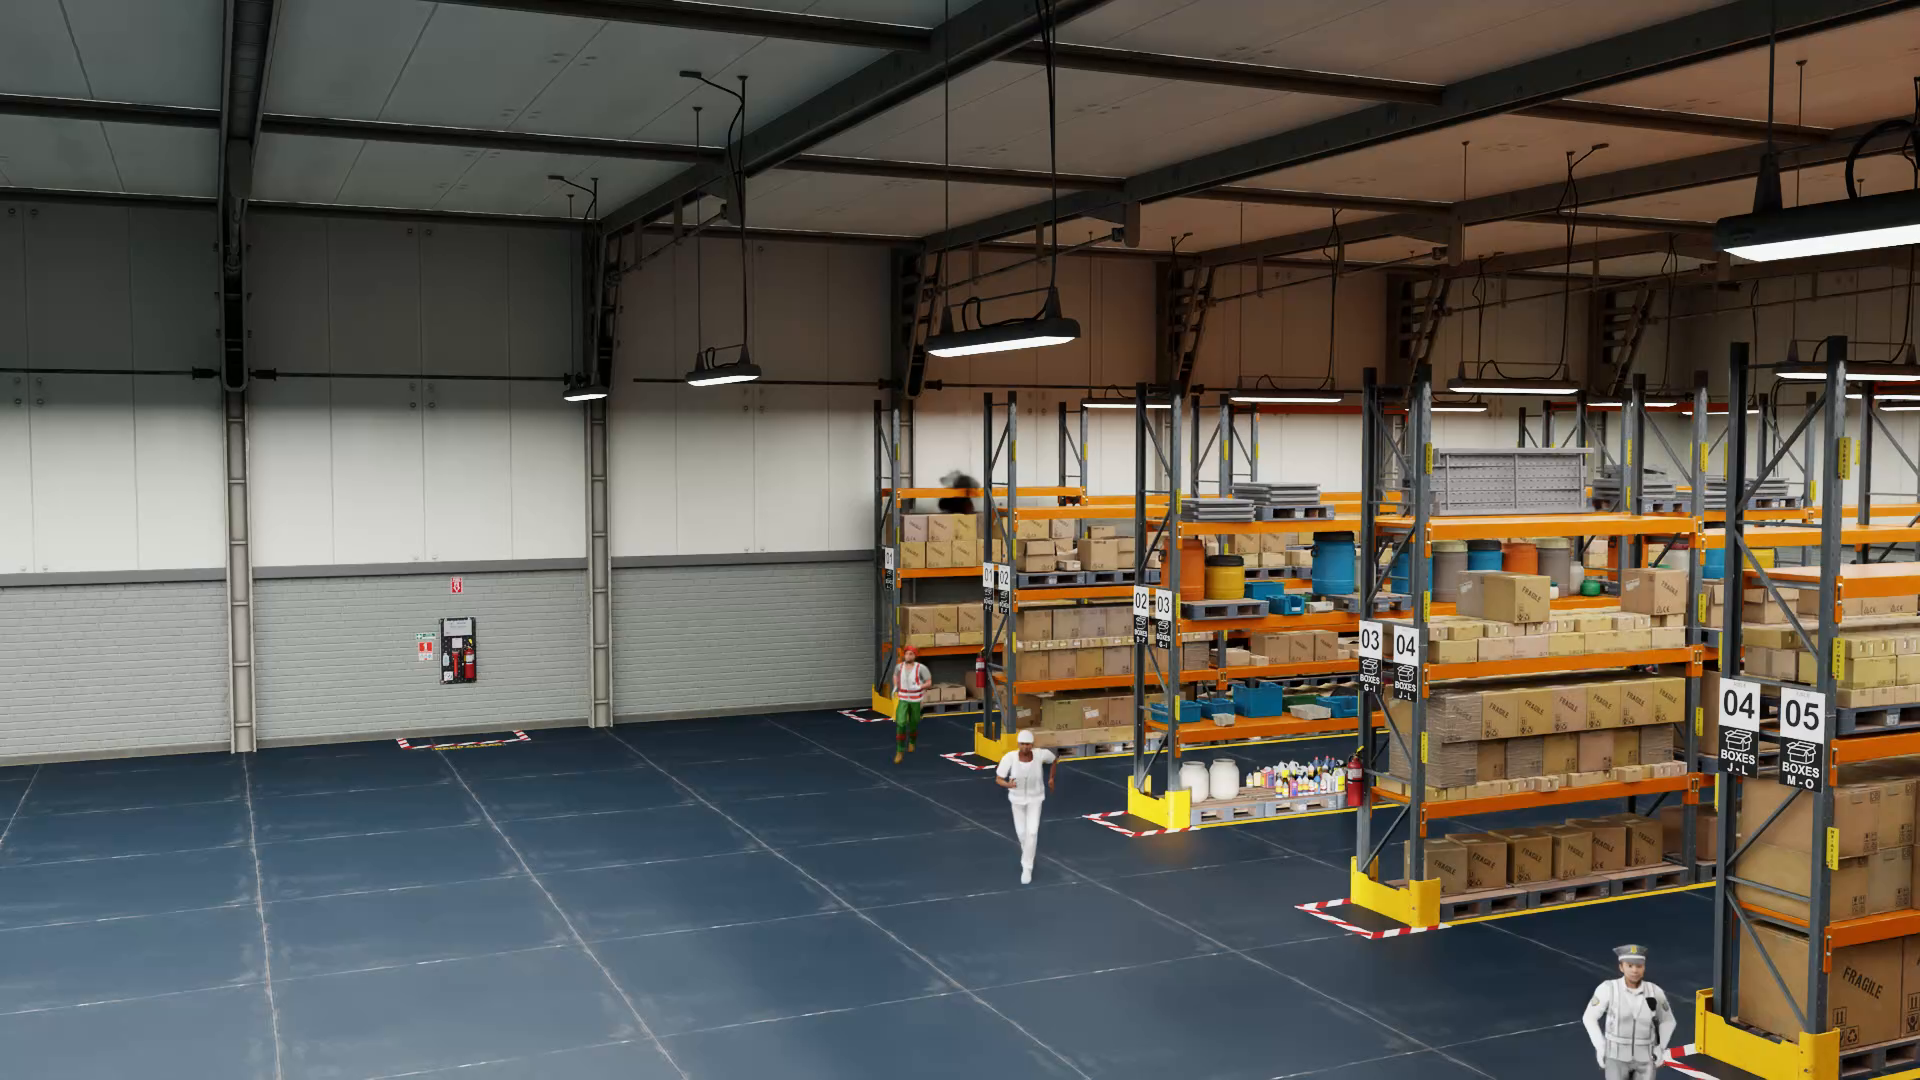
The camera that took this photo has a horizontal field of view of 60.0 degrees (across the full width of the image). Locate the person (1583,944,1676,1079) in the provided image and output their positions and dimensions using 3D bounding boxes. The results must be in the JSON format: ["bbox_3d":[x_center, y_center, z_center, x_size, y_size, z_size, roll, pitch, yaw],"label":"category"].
[{"bbox_3d":[4.744,3.664,11.819,0.599,1.671,0.588,1,3,12],"label":"person"}]

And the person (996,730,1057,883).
[{"bbox_3d":[0.799,3.152,19.909,0.714,1.816,0.925,0,3,7],"label":"person"}]

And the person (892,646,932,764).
[{"bbox_3d":[-0.764,2.587,26.454,0.659,1.837,0.801,0,3,7],"label":"person"}]
